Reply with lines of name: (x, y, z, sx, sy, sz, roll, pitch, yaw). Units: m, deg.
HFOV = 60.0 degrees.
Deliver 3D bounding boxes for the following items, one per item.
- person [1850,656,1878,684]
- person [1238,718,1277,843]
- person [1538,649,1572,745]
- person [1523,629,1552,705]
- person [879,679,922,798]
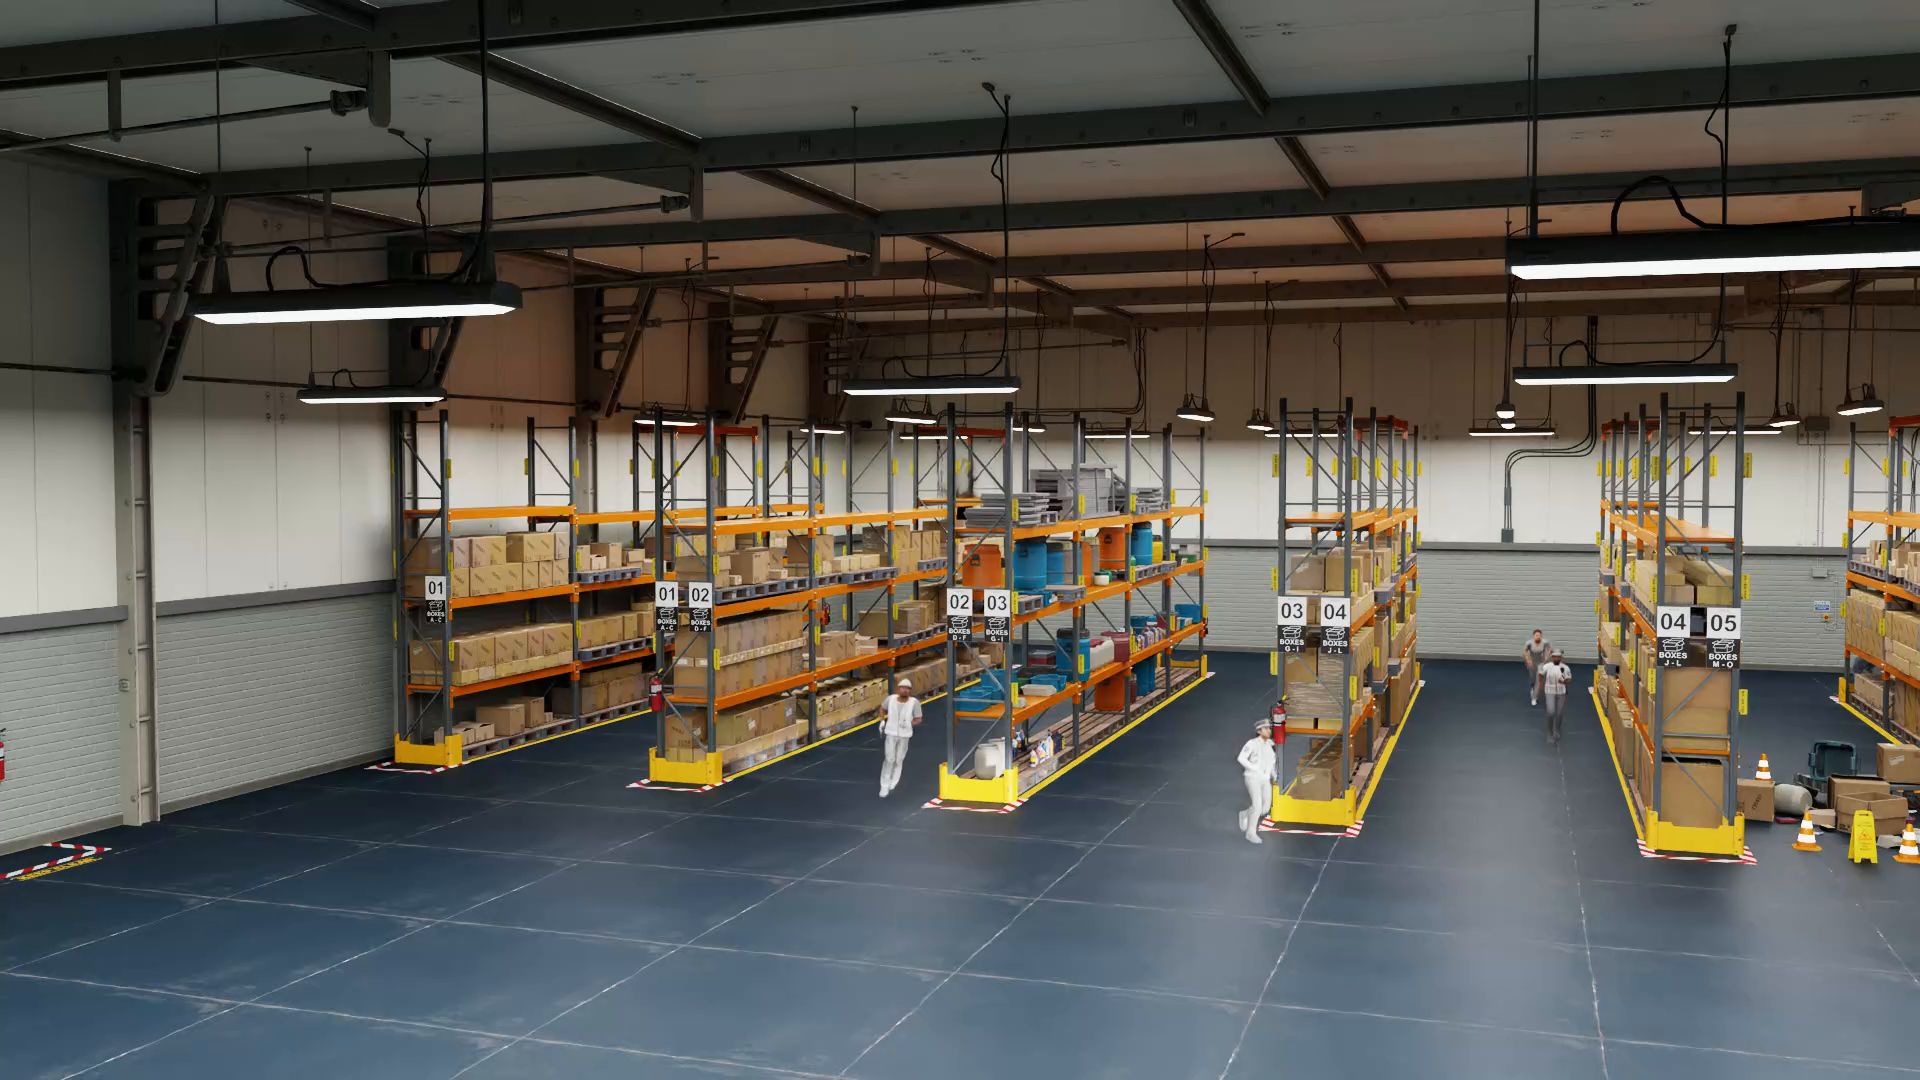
person: (19.959, 2.538, 36.797, 0.748, 1.736, 0.914, -2, 3, -33)
person: (4.039, 3.227, 22.503, 0.648, 1.649, 0.604, -1, 3, -27)
person: (10.890, 2.857, 30.410, 0.544, 1.759, 0.741, 1, 2, 12)
person: (12.353, 2.695, 35.613, 0.573, 1.627, 0.914, 1, 3, 12)
person: (-0.916, 3.035, 25.565, 0.672, 1.813, 0.697, 0, 2, -4)
